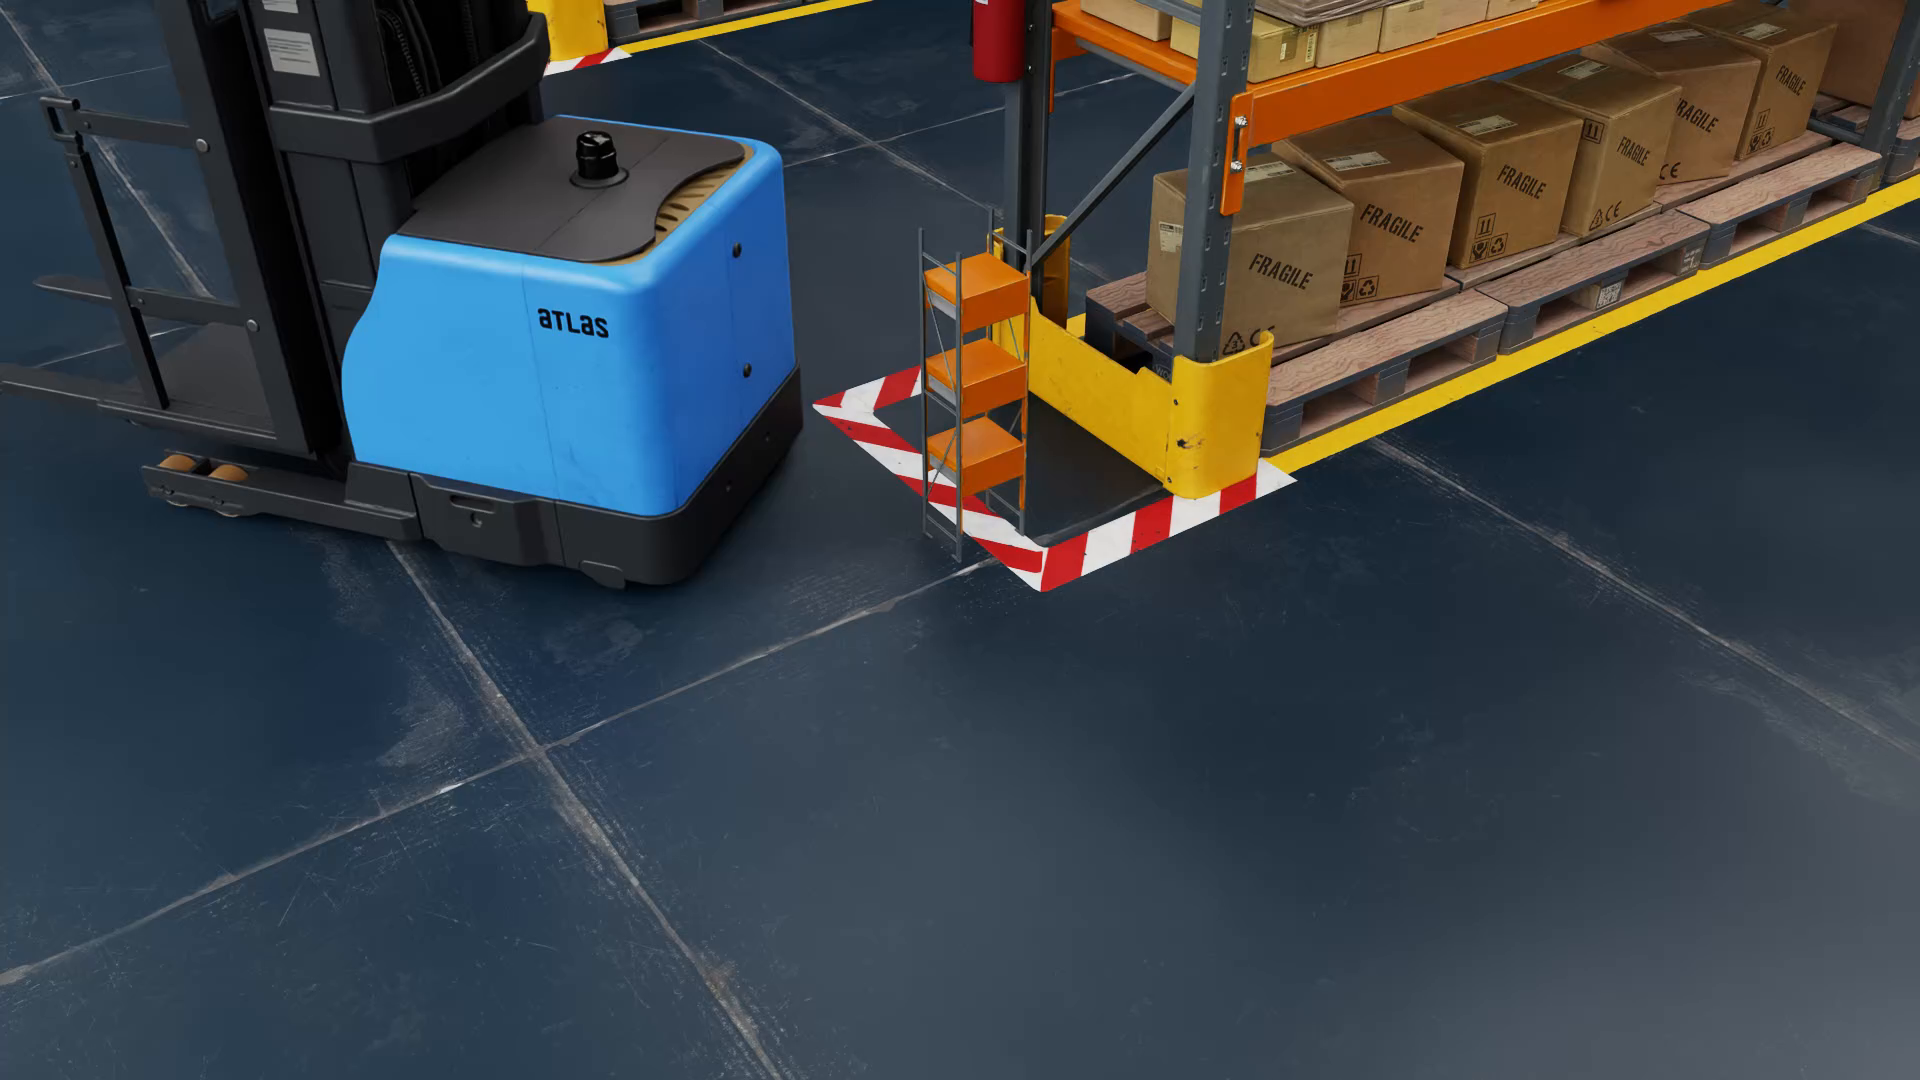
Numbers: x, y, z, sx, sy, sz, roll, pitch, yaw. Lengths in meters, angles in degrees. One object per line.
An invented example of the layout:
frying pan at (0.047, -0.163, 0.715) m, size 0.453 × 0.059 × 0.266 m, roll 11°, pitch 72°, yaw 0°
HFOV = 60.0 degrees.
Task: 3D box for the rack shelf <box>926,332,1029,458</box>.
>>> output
rack shelf at (0.044, -0.436, 4.975) m, size 0.240 × 0.259 × 0.215 m, roll -22°, pitch 41°, yaw -28°

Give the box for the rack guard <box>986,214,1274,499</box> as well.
rack guard at (0.548, -0.657, 5.736) m, size 0.348 × 0.500 × 1.175 m, roll -22°, pitch 41°, yaw -28°

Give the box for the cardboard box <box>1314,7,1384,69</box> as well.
cardboard box at (1.071, -1.602, 5.123) m, size 0.250 × 0.149 × 0.380 m, roll -22°, pitch 41°, yaw -28°

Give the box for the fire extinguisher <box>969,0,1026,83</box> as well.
fire extinguisher at (0.126, -1.797, 5.245) m, size 0.183 × 0.674 × 0.296 m, roll -22°, pitch 41°, yaw -28°

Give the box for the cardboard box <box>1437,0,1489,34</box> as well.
cardboard box at (1.476, -1.773, 5.361) m, size 0.250 × 0.149 × 0.380 m, roll -22°, pitch 41°, yaw -28°

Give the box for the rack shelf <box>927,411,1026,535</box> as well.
rack shelf at (0.044, -0.210, 5.137) m, size 0.240 × 0.259 × 0.215 m, roll -22°, pitch 41°, yaw -28°

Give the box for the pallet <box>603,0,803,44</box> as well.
pallet at (-1.666, -3.197, 9.515) m, size 1.213 × 0.211 × 1.003 m, roll -22°, pitch 41°, yaw -28°

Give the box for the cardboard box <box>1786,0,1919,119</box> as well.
cardboard box at (4.269, -2.352, 7.716) m, size 0.500 × 0.500 × 0.700 m, roll -26°, pitch 43°, yaw -31°

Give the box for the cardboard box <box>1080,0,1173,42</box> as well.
cardboard box at (0.599, -1.739, 5.314) m, size 0.250 × 0.149 × 0.380 m, roll -22°, pitch 41°, yaw -28°

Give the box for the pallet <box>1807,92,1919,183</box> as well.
pallet at (4.391, -2.123, 8.021) m, size 1.213 × 0.211 × 1.003 m, roll -22°, pitch 41°, yaw -28°

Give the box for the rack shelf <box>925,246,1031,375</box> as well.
rack shelf at (0.044, -0.666, 4.809) m, size 0.240 × 0.259 × 0.215 m, roll -22°, pitch 41°, yaw -28°

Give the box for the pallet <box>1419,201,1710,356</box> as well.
pallet at (2.228, -1.205, 6.744) m, size 1.213 × 0.211 × 1.003 m, roll -22°, pitch 41°, yaw -28°

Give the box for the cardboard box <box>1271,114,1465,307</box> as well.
cardboard box at (1.474, -1.222, 6.161) m, size 0.500 × 0.500 × 0.500 m, roll -12°, pitch 37°, yaw -16°

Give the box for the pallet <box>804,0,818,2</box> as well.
pallet at (-0.669, -3.605, 10.082) m, size 1.213 × 0.211 × 1.003 m, roll -22°, pitch 41°, yaw -28°

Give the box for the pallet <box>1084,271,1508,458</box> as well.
pallet at (1.232, -0.797, 6.177) m, size 1.213 × 0.211 × 1.003 m, roll -22°, pitch 41°, yaw -28°

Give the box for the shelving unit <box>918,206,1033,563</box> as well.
shelving unit at (0.044, -0.444, 4.968) m, size 0.252 × 1.050 × 0.215 m, roll -22°, pitch 41°, yaw -28°

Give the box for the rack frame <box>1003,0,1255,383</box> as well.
rack frame at (0.485, -1.647, 4.971) m, size 0.127 × 3.000 × 1.000 m, roll -22°, pitch 41°, yaw -28°

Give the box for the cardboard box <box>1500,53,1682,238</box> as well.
cardboard box at (2.479, -1.590, 6.673) m, size 0.500 × 0.500 × 0.500 m, roll -26°, pitch 43°, yaw -32°

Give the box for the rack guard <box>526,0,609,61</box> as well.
rack guard at (-2.333, -3.044, 9.054) m, size 0.348 × 0.500 × 1.175 m, roll -22°, pitch 41°, yaw -28°

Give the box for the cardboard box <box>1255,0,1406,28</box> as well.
cardboard box at (0.951, -1.980, 5.094) m, size 0.500 × 0.500 × 0.875 m, roll -22°, pitch 41°, yaw -28°

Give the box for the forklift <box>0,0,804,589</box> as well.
forklift at (-2.108, -1.544, 4.887) m, size 3.031 × 2.935 × 1.130 m, roll 11°, pitch 37°, yaw 14°

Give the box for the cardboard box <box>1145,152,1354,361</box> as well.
cardboard box at (1.005, -1.004, 5.859) m, size 0.500 × 0.500 × 0.500 m, roll -15°, pitch 38°, yaw -20°

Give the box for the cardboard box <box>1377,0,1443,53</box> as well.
cardboard box at (1.284, -1.679, 5.230) m, size 0.250 × 0.149 × 0.380 m, roll -22°, pitch 41°, yaw -28°

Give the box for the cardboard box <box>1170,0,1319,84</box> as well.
cardboard box at (0.856, -1.527, 5.019) m, size 0.250 × 0.149 × 0.380 m, roll -22°, pitch 41°, yaw -28°

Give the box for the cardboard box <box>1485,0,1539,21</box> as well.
cardboard box at (1.685, -1.853, 5.473) m, size 0.250 × 0.149 × 0.380 m, roll -22°, pitch 41°, yaw -28°

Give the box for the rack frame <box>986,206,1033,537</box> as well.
rack frame at (0.143, -0.485, 5.025) m, size 0.008 × 1.050 × 0.200 m, roll -22°, pitch 41°, yaw -28°

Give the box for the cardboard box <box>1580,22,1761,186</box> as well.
cardboard box at (2.941, -1.836, 7.015) m, size 0.500 × 0.500 × 0.500 m, roll -10°, pitch 37°, yaw -14°

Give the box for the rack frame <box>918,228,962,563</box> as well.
rack frame at (-0.056, -0.403, 4.911) m, size 0.008 × 1.050 × 0.200 m, roll -22°, pitch 41°, yaw -28°

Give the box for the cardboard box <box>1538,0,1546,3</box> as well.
cardboard box at (1.874, -1.950, 5.608) m, size 0.250 × 0.149 × 0.380 m, roll -22°, pitch 41°, yaw -28°

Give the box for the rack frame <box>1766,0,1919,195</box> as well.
rack frame at (3.755, -2.992, 6.841) m, size 0.127 × 3.000 × 1.000 m, roll -22°, pitch 41°, yaw -28°

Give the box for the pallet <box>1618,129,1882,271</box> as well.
pallet at (3.226, -1.617, 7.318) m, size 1.213 × 0.211 × 1.003 m, roll -22°, pitch 41°, yaw -28°

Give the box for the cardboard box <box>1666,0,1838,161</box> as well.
cardboard box at (3.405, -2.032, 7.288) m, size 0.500 × 0.500 × 0.500 m, roll -24°, pitch 42°, yaw -29°

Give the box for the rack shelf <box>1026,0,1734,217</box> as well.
rack shelf at (2.120, -2.027, 6.116) m, size 4.000 × 0.370 × 1.077 m, roll -22°, pitch 41°, yaw -28°

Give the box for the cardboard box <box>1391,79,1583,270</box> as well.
cardboard box at (1.997, -1.423, 6.441) m, size 0.500 × 0.500 × 0.500 m, roll -18°, pitch 40°, yaw -24°
